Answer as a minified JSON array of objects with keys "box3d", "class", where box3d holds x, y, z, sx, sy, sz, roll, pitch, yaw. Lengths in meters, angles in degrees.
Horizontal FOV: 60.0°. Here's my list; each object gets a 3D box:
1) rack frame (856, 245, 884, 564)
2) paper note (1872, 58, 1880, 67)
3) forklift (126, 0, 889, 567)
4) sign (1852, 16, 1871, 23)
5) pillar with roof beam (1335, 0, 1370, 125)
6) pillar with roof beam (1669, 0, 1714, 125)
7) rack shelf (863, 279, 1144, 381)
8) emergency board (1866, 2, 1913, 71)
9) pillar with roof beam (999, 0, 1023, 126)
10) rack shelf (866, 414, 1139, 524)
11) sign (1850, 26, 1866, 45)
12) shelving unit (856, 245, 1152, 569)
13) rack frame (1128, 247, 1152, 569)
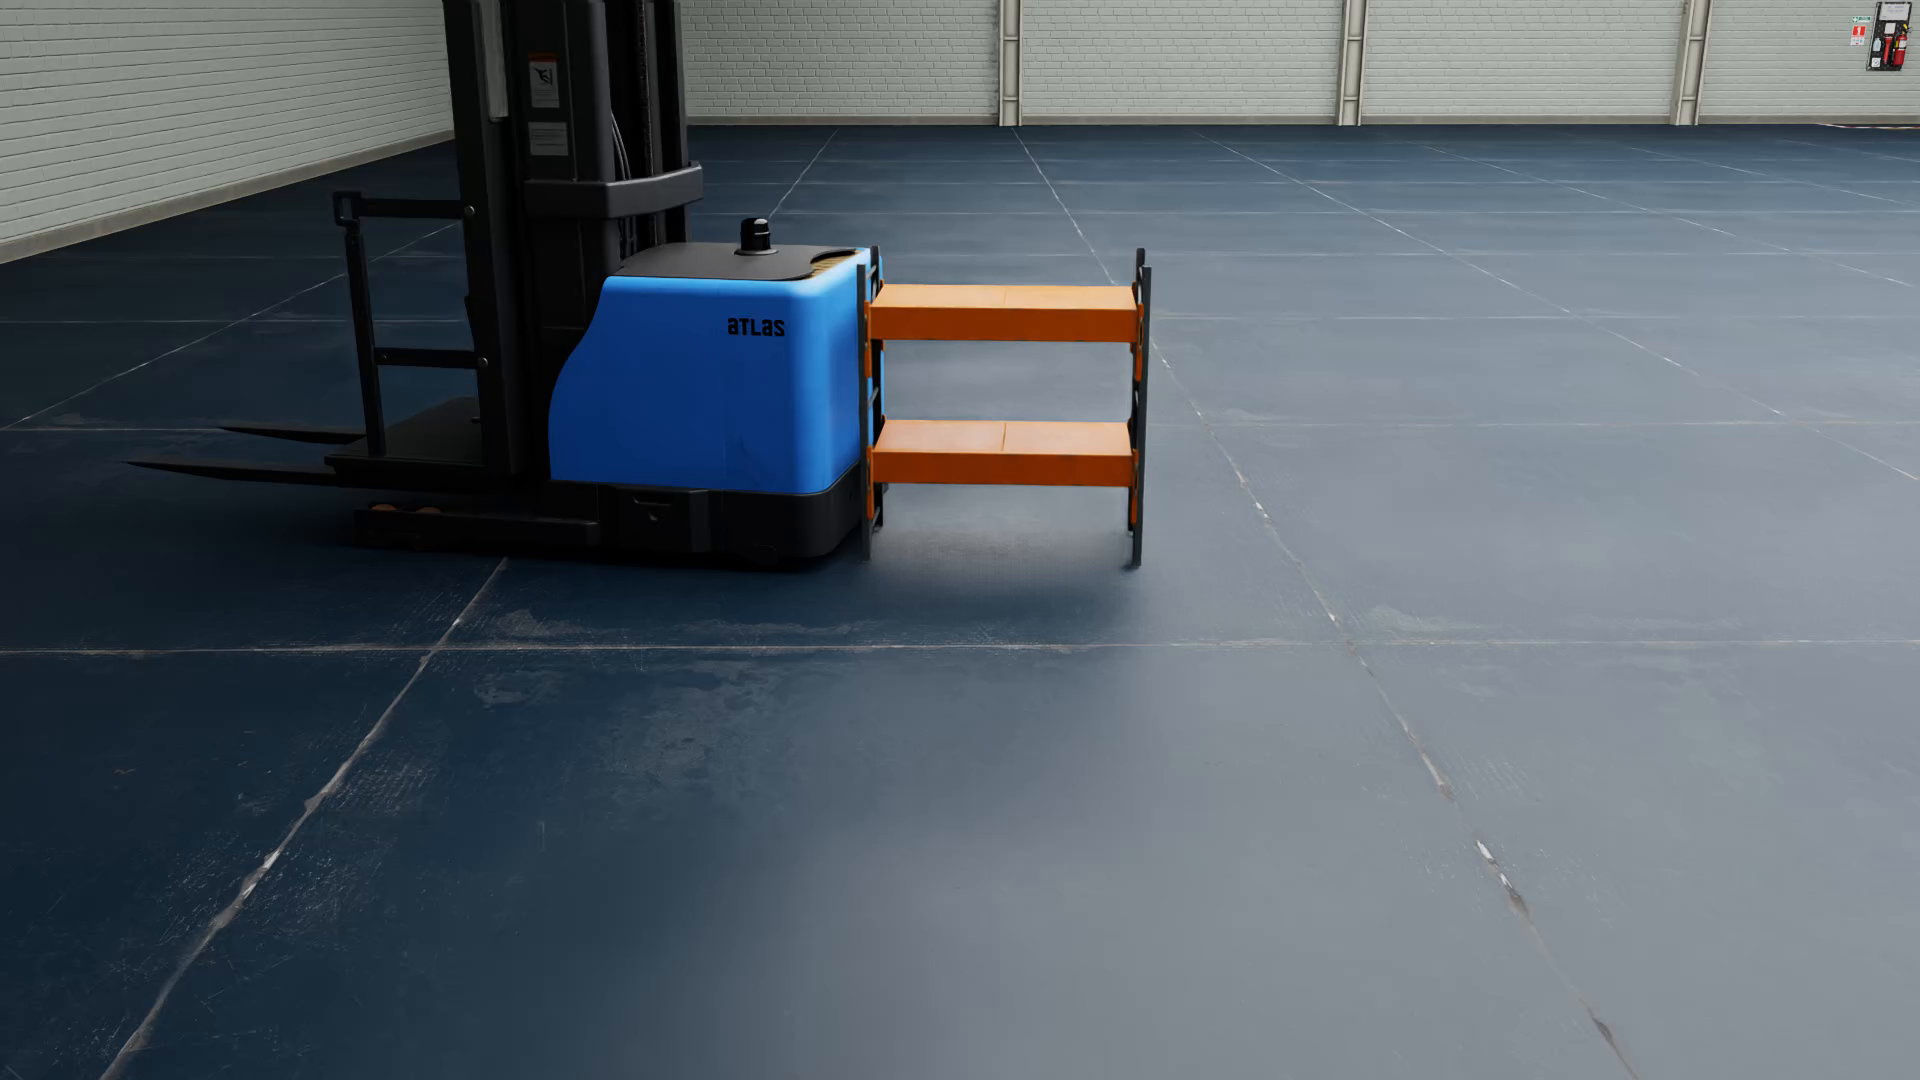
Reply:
[{"box3d":[-0.340,-0.522,6.333,0.032,1.125,0.500,1,18,3],"class":"rack frame"},{"box3d":[16.236,-8.466,29.469,0.142,0.148,0.016,0,18,-1],"class":"paper note"},{"box3d":[-1.870,-1.507,6.448,3.031,2.935,1.130,4,18,11],"class":"forklift"},{"box3d":[15.864,-9.160,29.266,0.331,0.109,0.001,0,18,-1],"class":"sign"},{"box3d":[6.955,-10.349,24.077,0.400,9.000,9.100,0,18,-1],"class":"pillar with roof beam"},{"box3d":[12.954,-10.378,24.167,0.400,9.000,9.100,0,18,-1],"class":"pillar with roof beam"},{"box3d":[0.168,-0.792,6.216,1.000,0.278,0.538,1,18,3],"class":"rack shelf"},{"box3d":[16.414,-8.865,29.271,0.643,1.169,0.194,0,18,-1],"class":"emergency board"},{"box3d":[0.956,-10.320,23.987,0.400,9.000,9.100,0,18,-1],"class":"pillar with roof beam"},{"box3d":[0.168,-0.280,6.380,1.000,0.278,0.538,1,18,3],"class":"rack shelf"},{"box3d":[15.860,-8.911,29.356,0.234,0.329,0.001,0,18,-1],"class":"sign"},{"box3d":[0.168,-0.513,6.305,1.048,1.125,0.538,1,18,3],"class":"shelving unit"},{"box3d":[0.675,-0.504,6.277,0.032,1.125,0.500,1,18,3],"class":"rack frame"}]
